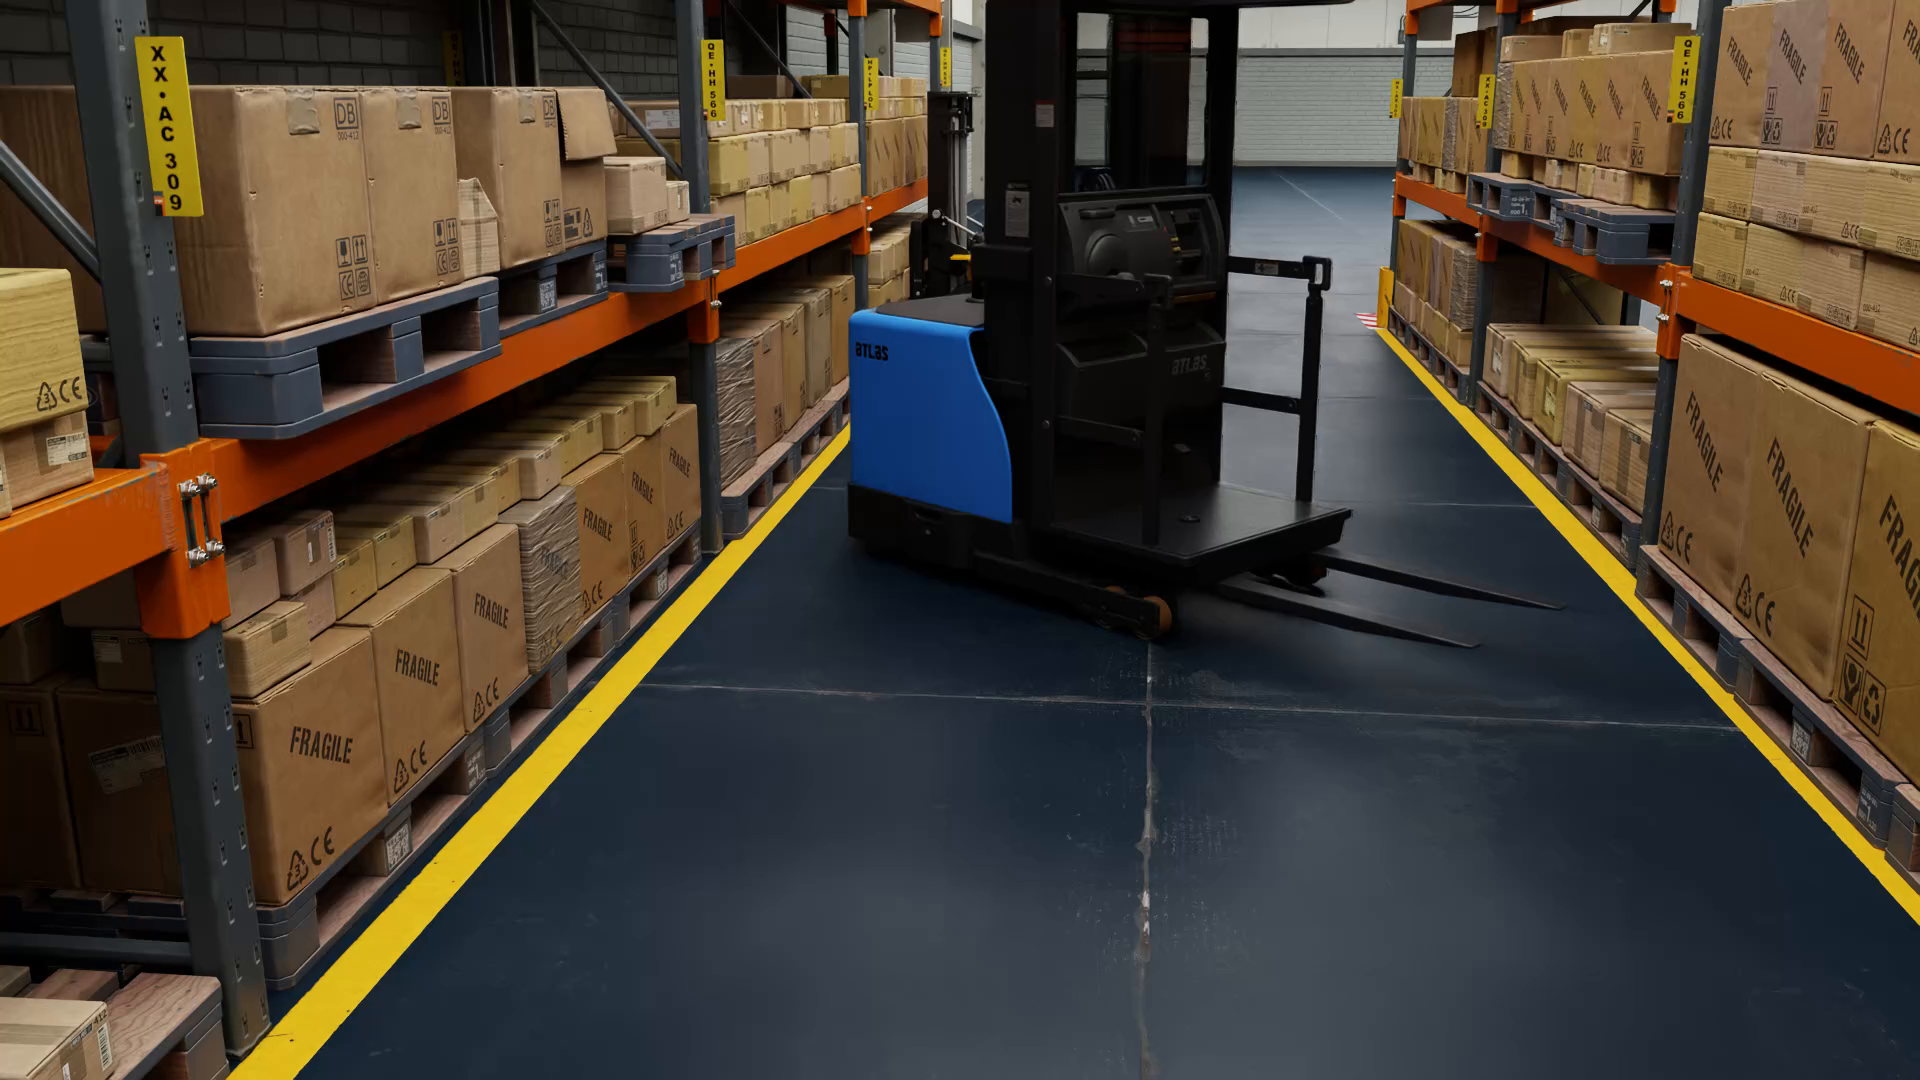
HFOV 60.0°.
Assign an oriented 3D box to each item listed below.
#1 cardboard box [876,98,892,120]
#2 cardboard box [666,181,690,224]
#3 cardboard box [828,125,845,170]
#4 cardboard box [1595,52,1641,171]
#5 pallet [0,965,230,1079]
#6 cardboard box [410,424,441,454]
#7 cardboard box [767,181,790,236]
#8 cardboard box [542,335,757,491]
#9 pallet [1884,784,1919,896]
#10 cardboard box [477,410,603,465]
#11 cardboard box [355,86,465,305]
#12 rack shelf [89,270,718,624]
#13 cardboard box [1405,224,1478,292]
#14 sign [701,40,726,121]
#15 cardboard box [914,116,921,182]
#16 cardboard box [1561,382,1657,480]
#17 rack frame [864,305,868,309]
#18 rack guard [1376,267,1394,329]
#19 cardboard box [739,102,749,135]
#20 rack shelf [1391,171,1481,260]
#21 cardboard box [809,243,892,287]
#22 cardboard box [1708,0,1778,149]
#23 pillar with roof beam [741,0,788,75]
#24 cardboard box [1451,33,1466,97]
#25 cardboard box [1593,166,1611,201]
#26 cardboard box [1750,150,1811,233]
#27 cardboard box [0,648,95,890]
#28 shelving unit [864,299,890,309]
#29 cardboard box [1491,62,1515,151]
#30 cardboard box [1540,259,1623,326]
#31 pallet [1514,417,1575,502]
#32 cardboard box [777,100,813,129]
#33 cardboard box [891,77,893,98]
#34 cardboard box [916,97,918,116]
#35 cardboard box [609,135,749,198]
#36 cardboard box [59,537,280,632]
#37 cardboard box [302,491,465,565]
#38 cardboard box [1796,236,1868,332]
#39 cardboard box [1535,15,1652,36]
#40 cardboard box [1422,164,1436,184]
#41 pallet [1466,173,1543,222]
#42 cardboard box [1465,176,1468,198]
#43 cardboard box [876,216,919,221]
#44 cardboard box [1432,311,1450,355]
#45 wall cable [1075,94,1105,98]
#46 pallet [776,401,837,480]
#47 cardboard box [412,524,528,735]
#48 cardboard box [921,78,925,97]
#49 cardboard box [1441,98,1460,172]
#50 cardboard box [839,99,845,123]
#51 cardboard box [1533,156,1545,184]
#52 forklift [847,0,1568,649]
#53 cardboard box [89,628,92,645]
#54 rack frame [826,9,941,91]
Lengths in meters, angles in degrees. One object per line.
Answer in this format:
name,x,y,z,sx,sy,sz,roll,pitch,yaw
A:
cardboard box,-0.690,-3.075,11.855,0.380,0.149,0.250,2,15,7
cardboard box,-1.262,-1.304,6.415,0.380,0.149,0.250,2,15,7
cardboard box,-0.970,-2.342,9.906,0.500,0.250,0.500,1,15,5
cardboard box,3.186,-1.914,7.428,0.500,0.500,0.500,1,15,5
pallet,-2.099,1.158,2.977,1.003,0.211,1.213,2,15,6
cardboard box,-2.047,-0.315,5.823,0.380,0.149,0.250,1,15,5
cardboard box,-1.164,-1.704,8.504,0.500,0.250,0.500,1,15,4
cardboard box,-1.485,-0.622,7.960,0.875,0.625,0.625,2,15,8
pallet,2.924,0.922,3.847,1.003,0.211,1.213,2,15,6
cardboard box,-1.522,-0.372,6.033,0.380,0.149,0.250,2,15,8
cardboard box,-1.686,-0.871,4.140,0.700,0.500,0.500,2,15,7
rack shelf,-1.795,-0.538,5.284,1.077,0.370,4.000,2,15,6
cardboard box,3.843,-2.228,13.182,0.500,0.500,0.500,1,15,4
sign,-1.029,-1.911,6.918,0.100,0.325,0.005,2,15,6
cardboard box,-0.587,-3.125,13.280,0.500,0.500,0.500,1,15,5
cardboard box,3.512,-0.531,8.109,0.950,0.372,0.625,1,15,5
rack frame,-0.348,-0.561,7.725,0.200,1.050,0.008,6,16,22
rack guard,4.257,-2.107,14.498,1.175,0.500,0.348,2,15,6
cardboard box,-1.208,-1.976,7.790,0.380,0.149,0.250,2,15,8
rack shelf,4.040,-2.468,12.420,1.077,0.370,4.000,2,15,6
cardboard box,-0.752,-1.916,11.548,0.500,0.250,0.500,1,15,5
cardboard box,3.064,-1.669,5.981,0.500,0.500,0.500,1,15,4
pillar with roof beam,2.637,-6.094,12.960,9.100,9.000,0.400,2,15,6
cardboard box,4.425,-3.869,13.549,0.700,0.500,0.500,1,15,5
cardboard box,3.145,-1.636,7.642,0.380,0.149,0.250,1,15,4
cardboard box,3.001,-1.170,5.571,0.500,0.250,0.500,2,15,8
cardboard box,-2.259,0.501,4.046,0.500,0.500,0.500,2,15,6
shelving unit,-0.301,-0.590,7.834,0.215,1.050,0.252,6,16,22
cardboard box,3.476,-2.578,9.883,0.500,0.500,0.500,2,15,8
cardboard box,4.149,-1.679,11.151,0.500,0.500,0.500,2,15,9
pallet,3.593,-0.431,8.852,1.003,0.211,1.213,2,15,6
cardboard box,-1.004,-2.305,9.004,0.380,0.149,0.250,1,15,5
cardboard box,-0.694,-3.289,12.076,0.380,0.149,0.250,1,15,5
cardboard box,-0.539,-3.475,13.333,0.380,0.149,0.250,1,15,4
cardboard box,-1.252,-1.680,7.459,0.500,0.250,0.500,2,15,6
cardboard box,-1.776,0.093,3.741,0.380,0.149,0.250,1,15,5
cardboard box,-1.661,-0.037,4.795,0.380,0.149,0.250,2,15,6
cardboard box,2.952,-0.797,5.152,0.500,0.250,0.500,2,15,8
cardboard box,4.079,-3.079,10.624,0.700,0.500,0.500,2,15,6
cardboard box,3.827,-2.866,12.995,0.380,0.149,0.250,2,15,8
pallet,3.584,-2.010,9.716,1.003,0.211,1.213,2,15,6
cardboard box,3.569,-2.332,11.022,0.380,0.149,0.250,2,15,8
cardboard box,-0.461,-2.576,13.989,0.500,0.250,0.500,2,15,7
cardboard box,3.664,-1.471,11.820,0.500,0.250,0.500,1,15,5
wall cable,3.391,-13.228,45.291,3.097,2.526,0.112,2,15,6
pallet,-1.298,-0.586,9.425,1.003,0.211,1.213,2,15,6
cardboard box,-1.632,0.251,4.973,0.500,0.500,0.500,1,15,5
cardboard box,-0.497,-3.751,13.785,0.380,0.149,0.250,2,15,8
cardboard box,3.723,-2.879,11.802,0.500,0.500,0.500,2,15,8
cardboard box,-0.936,-2.708,10.496,0.380,0.149,0.250,2,15,8
cardboard box,3.374,-2.038,9.129,0.380,0.149,0.250,2,15,7
forklift,0.882,-1.189,6.444,1.130,2.935,3.031,-14,21,-42
cardboard box,-2.241,0.152,4.096,0.380,0.149,0.250,2,15,6
rack frame,-0.667,-3.479,14.782,1.000,3.000,0.127,2,15,6
